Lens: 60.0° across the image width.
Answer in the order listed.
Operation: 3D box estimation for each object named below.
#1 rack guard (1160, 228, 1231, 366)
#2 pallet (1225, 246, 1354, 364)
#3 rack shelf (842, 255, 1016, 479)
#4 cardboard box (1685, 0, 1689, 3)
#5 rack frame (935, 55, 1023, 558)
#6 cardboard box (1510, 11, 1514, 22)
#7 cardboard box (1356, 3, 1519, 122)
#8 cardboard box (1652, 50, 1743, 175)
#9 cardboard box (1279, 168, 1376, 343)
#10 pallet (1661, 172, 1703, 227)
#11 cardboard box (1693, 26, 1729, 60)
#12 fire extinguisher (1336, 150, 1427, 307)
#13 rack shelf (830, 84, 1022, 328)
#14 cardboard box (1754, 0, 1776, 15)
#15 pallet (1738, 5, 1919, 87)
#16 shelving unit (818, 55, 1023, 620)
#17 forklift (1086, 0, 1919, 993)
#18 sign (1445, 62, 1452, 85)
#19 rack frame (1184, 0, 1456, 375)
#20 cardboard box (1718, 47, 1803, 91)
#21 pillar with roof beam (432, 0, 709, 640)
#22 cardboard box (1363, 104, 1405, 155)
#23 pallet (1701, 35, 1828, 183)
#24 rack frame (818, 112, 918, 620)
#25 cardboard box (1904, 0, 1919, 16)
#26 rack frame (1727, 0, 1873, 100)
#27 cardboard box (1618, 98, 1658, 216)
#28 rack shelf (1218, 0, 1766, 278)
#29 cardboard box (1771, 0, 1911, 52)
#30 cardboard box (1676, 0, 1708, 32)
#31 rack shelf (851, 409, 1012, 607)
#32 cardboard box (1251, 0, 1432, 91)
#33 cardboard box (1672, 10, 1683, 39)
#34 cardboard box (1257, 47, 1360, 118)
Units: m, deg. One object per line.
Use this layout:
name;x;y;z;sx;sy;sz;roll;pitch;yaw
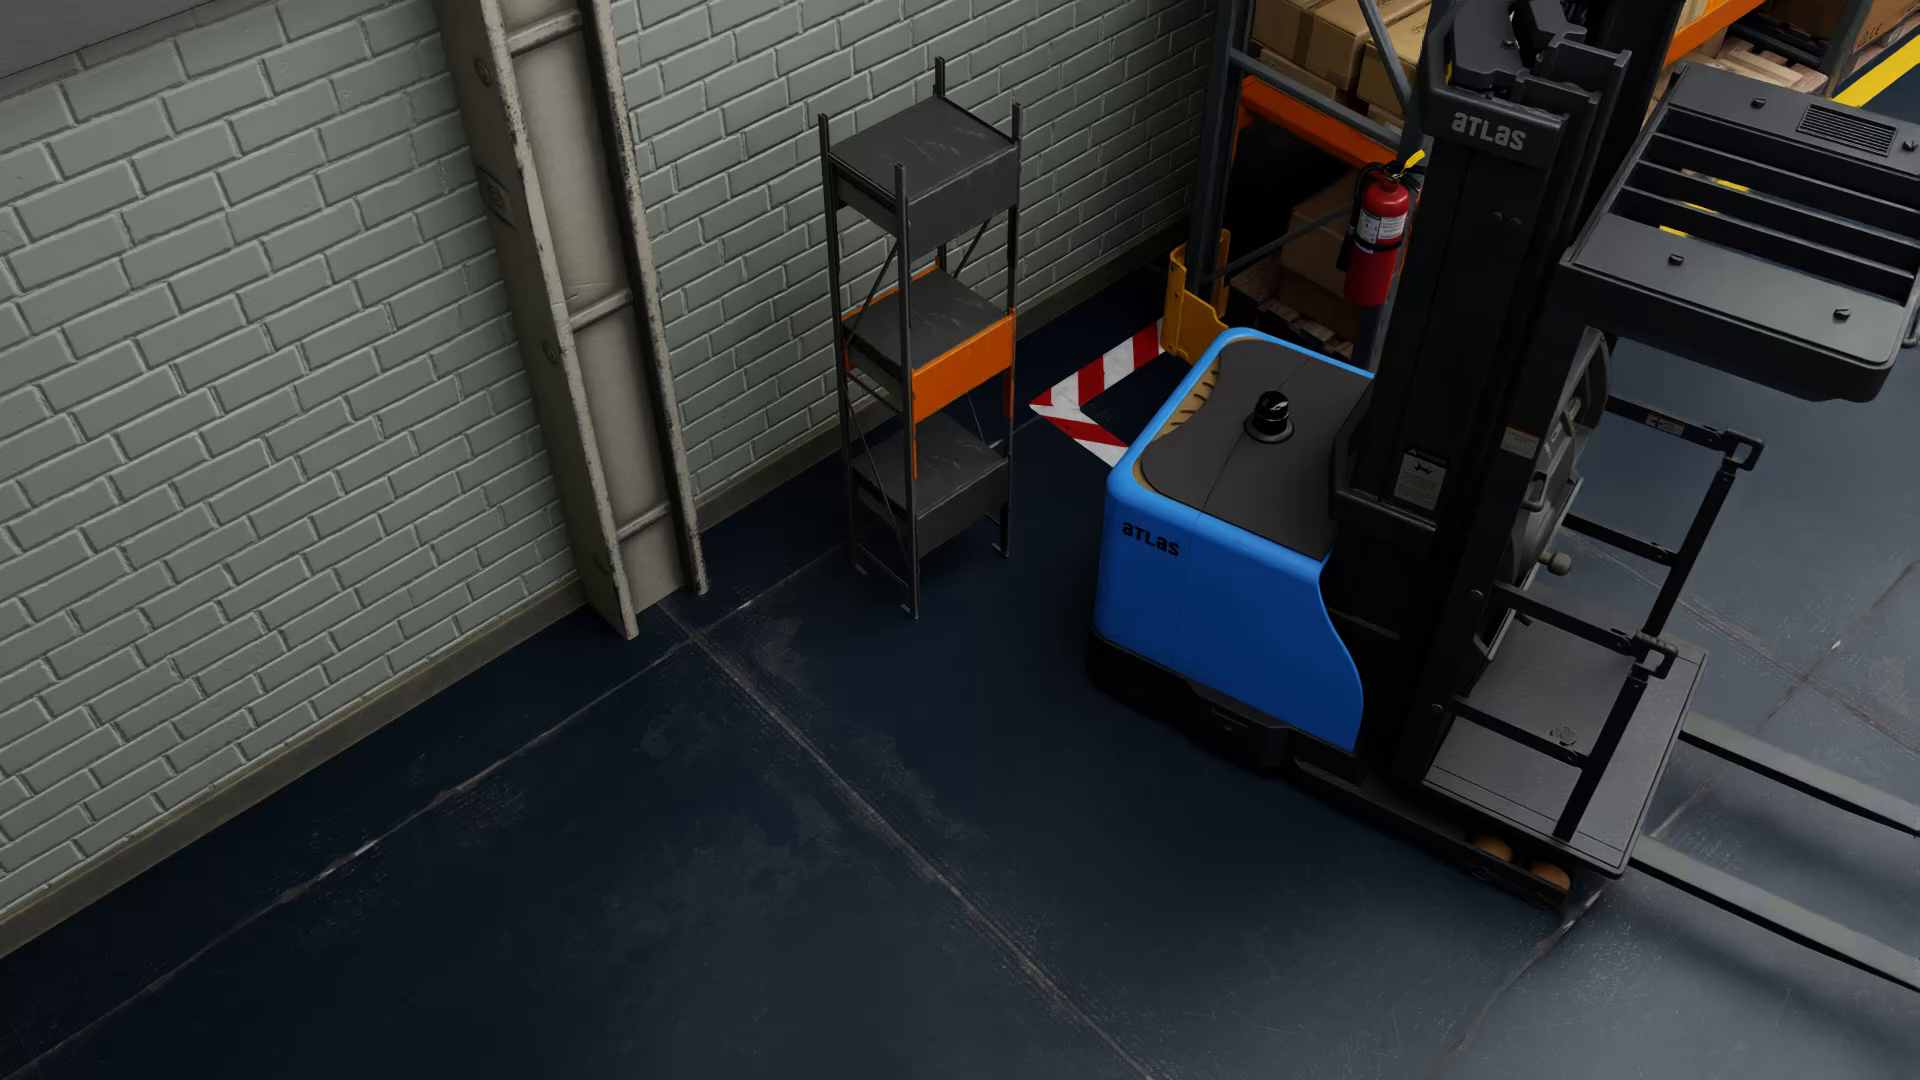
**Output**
rack guard;1.412;-0.840;7.239;0.348;0.500;1.175;-34;56;-27
pallet;2.002;-1.137;7.709;1.213;0.211;1.003;-34;56;-27
rack shelf;-0.122;-0.621;5.966;0.480;0.518;0.431;-34;56;-27
cardboard box;2.983;-2.545;7.010;0.500;0.250;0.500;-35;56;-28
rack frame;0.058;-0.751;6.067;0.015;2.100;0.400;-34;56;-27
cardboard box;2.246;-2.028;6.533;0.500;0.250;0.500;-33;55;-27
cardboard box;1.873;-1.778;6.303;0.500;0.250;0.500;-33;56;-27
cardboard box;3.299;-2.111;8.125;0.500;0.500;0.700;-36;57;-28
cardboard box;1.873;-1.197;7.280;0.637;0.503;0.797;-36;57;-28
pallet;2.904;-1.737;8.263;1.213;0.211;1.003;-34;56;-27
cardboard box;3.668;-2.661;8.761;0.500;0.311;0.500;-32;55;-26
fire extinguisher;1.558;-1.174;6.152;0.183;0.674;0.296;-34;56;-27
rack shelf;-0.122;-1.096;5.452;0.480;0.518;0.431;-34;56;-27
cardboard box;4.480;-3.327;9.247;0.500;0.500;0.500;-34;56;-27
pallet;4.892;-3.105;9.525;1.213;0.211;1.003;-34;56;-27
shelving unit;-0.122;-0.630;5.956;0.503;2.100;0.431;-34;56;-27
forklift;1.999;-0.197;4.991;3.031;2.935;1.130;24;52;21
sign;1.721;-1.649;5.695;0.005;0.325;0.100;-34;56;-27
rack frame;1.356;-1.651;6.285;0.127;3.000;1.000;-34;56;-27
cardboard box;4.101;-2.369;8.602;0.250;0.149;0.380;-35;56;-28
pillar with roof beam;1.651;-0.501;1.143;0.400;9.000;9.100;-34;56;-27
cardboard box;1.784;-1.579;6.390;0.250;0.149;0.380;-34;56;-27
pallet;3.807;-2.344;8.822;1.213;0.211;1.003;-34;56;-27
rack frame;-0.303;-0.510;5.845;0.015;2.100;0.400;-34;56;-27
cardboard box;5.212;-3.308;9.230;0.500;0.500;0.500;-34;56;-28
rack frame;4.316;-3.628;8.110;0.127;3.000;1.000;-34;56;-27
cardboard box;2.990;-1.805;7.842;0.500;0.500;0.500;-33;55;-27
rack shelf;2.836;-2.395;7.462;4.000;0.370;1.077;-34;56;-27
cardboard box;4.825;-3.040;8.982;0.500;0.500;0.500;-31;55;-26
cardboard box;2.952;-2.330;7.083;0.250;0.149;0.380;-33;55;-26
rack shelf;-0.122;-0.146;6.481;0.480;0.518;0.431;-34;56;-27
cardboard box;1.518;-2.072;6.574;0.500;0.250;0.500;-32;55;-26
cardboard box;2.771;-2.189;6.953;0.250;0.149;0.380;-35;56;-28
cardboard box;1.421;-1.875;6.663;0.250;0.149;0.380;-34;56;-28
